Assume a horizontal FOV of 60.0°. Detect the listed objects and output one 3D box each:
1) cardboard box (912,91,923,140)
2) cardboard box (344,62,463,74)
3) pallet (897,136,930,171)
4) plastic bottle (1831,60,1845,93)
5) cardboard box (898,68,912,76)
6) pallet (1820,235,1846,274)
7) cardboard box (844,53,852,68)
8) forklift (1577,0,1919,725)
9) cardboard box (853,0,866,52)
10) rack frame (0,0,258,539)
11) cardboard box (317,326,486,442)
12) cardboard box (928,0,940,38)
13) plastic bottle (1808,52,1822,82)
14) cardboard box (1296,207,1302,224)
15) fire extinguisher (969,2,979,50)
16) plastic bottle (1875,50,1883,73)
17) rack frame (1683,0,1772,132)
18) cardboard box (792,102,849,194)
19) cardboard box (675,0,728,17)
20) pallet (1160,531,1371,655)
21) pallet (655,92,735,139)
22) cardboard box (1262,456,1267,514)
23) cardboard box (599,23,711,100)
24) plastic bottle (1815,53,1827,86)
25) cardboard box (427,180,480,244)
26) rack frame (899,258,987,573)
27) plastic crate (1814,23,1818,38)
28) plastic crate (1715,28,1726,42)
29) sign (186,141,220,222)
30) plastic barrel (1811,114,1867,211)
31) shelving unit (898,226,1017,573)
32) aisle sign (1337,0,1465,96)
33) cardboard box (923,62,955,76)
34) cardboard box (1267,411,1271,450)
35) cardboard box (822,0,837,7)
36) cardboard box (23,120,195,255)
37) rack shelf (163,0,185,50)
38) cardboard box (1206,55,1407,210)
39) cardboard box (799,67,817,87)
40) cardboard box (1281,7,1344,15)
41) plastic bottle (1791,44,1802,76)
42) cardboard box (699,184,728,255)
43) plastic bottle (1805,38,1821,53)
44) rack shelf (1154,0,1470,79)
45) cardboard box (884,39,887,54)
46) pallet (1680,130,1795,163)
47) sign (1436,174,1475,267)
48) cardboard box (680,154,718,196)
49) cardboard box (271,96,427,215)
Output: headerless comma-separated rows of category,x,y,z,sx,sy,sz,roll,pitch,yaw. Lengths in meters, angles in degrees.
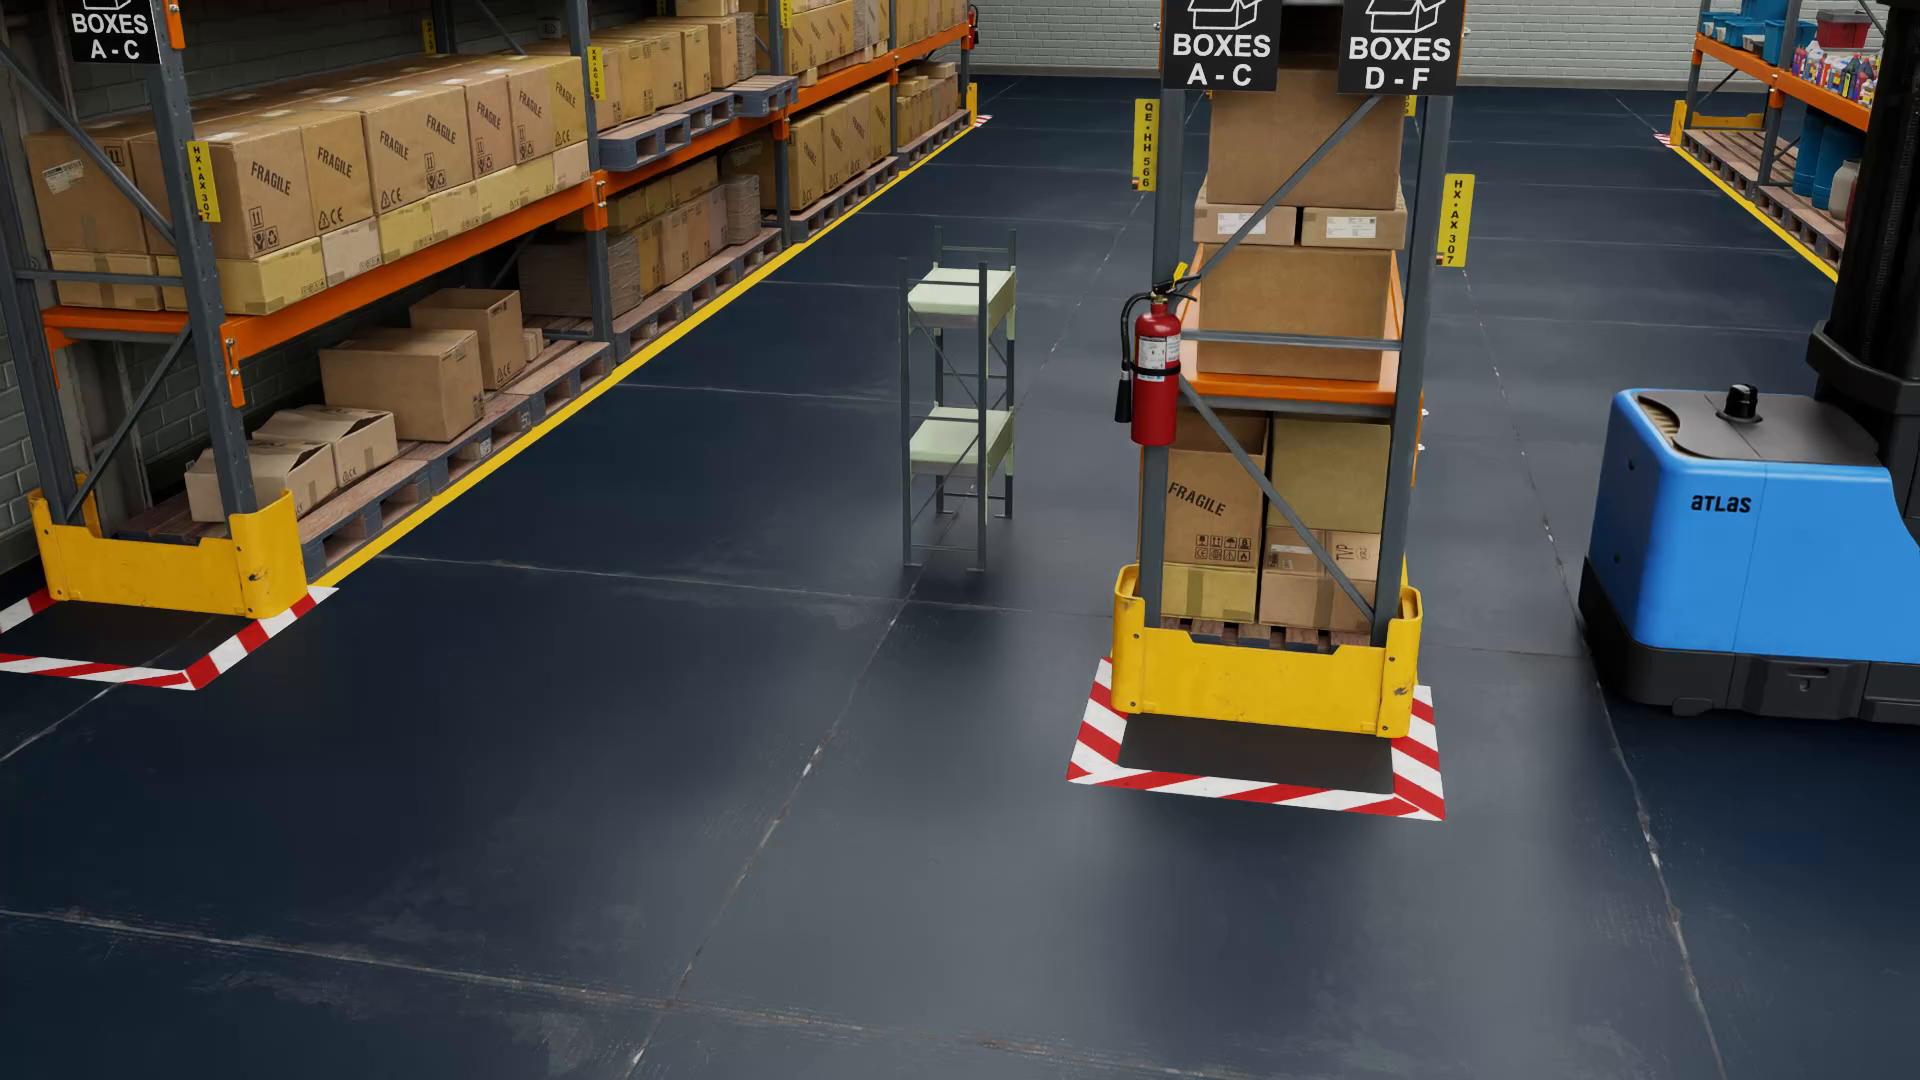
cardboard box,-0.835,-4.985,19.499,0.700,0.500,0.500,4,22,10
cardboard box,-3.236,-2.517,9.758,0.500,0.500,0.500,4,22,11
pallet,-0.962,-4.479,19.192,1.003,0.211,1.213,4,22,11
plastic bottle,7.750,-4.081,14.644,0.097,0.271,0.097,0,22,0
cardboard box,-0.798,-5.727,20.473,0.380,0.149,0.250,5,22,12
pallet,7.808,-2.280,13.732,1.003,0.211,1.213,4,22,11
cardboard box,-1.288,-4.786,16.532,0.380,0.149,0.250,4,22,9
forklift,4.197,-0.761,6.320,3.031,2.935,1.130,3,22,8
cardboard box,-1.247,-5.135,16.530,0.500,0.500,0.500,4,22,11
rack frame,-3.643,-1.111,7.098,1.000,3.000,0.127,4,22,11
cardboard box,-3.099,-0.875,9.269,0.700,0.500,0.500,3,22,8
cardboard box,-0.774,-6.370,19.753,0.980,0.700,0.700,3,22,8
plastic bottle,7.912,-4.371,15.363,0.097,0.271,0.097,0,22,0
cardboard box,1.418,-1.144,7.044,0.700,0.500,0.500,5,22,12
fire extinguisher,0.105,-6.774,21.761,0.296,0.674,0.183,4,22,11
plastic bottle,8.496,-4.372,15.260,0.144,0.351,0.185,4,22,11
rack frame,9.321,-6.208,19.752,1.000,3.000,0.127,4,22,11
cardboard box,-1.547,-3.814,16.123,0.750,0.750,0.750,4,22,11
cardboard box,-2.103,-4.341,13.527,0.380,0.149,0.250,1,22,2
pallet,1.322,0.275,7.387,1.003,0.211,1.213,4,22,11
pallet,-2.374,-3.221,12.593,1.003,0.211,1.213,4,22,11
cardboard box,1.218,-0.240,8.053,0.500,0.250,0.500,4,22,11
cardboard box,-2.329,-3.658,12.698,0.700,0.500,0.500,4,22,11
plastic bottle,7.831,-4.264,15.083,0.061,0.283,0.133,4,22,11
cardboard box,-2.925,-1.767,8.900,0.500,0.250,0.500,5,22,11
rack frame,-0.076,-0.559,7.735,0.400,1.500,0.023,4,22,11
plastic crate,8.996,-5.262,17.483,0.437,0.282,0.530,4,22,11
plastic crate,8.663,-5.689,18.737,0.250,0.136,0.298,4,22,11
sign,-3.112,-1.472,6.834,0.100,0.325,0.005,4,22,11
plastic barrel,8.232,-3.510,15.300,0.600,0.901,0.708,4,22,11
shelving unit,-0.001,-0.693,8.067,0.431,1.500,0.755,4,22,11
aisle sign,1.494,-1.894,5.561,0.394,0.787,0.004,4,22,11
cardboard box,-0.271,-5.975,21.089,0.380,0.149,0.250,4,22,10
cardboard box,1.319,-0.771,8.367,0.500,0.500,0.500,4,22,11
cardboard box,-1.458,-5.105,15.451,0.500,0.250,0.500,5,22,11
cardboard box,-3.755,-1.588,7.451,0.500,0.500,0.500,4,22,10
rack shelf,-3.235,-2.901,8.488,1.077,0.370,4.000,4,22,11
cardboard box,1.326,-1.572,6.372,0.700,0.500,0.500,5,22,11
cardboard box,-1.519,-4.215,15.114,0.380,0.149,0.250,5,23,13
cardboard box,1.837,-2.499,8.672,0.700,0.500,0.500,4,22,11
plastic bottle,8.012,-4.589,15.889,0.061,0.283,0.133,4,22,11
cardboard box,-2.325,-2.635,13.638,0.700,0.500,0.500,4,22,11
plastic bottle,8.107,-4.603,15.834,0.144,0.351,0.185,4,22,11
rack shelf,1.616,-2.524,7.554,1.077,0.370,4.000,4,22,11
cardboard box,-0.986,-5.248,17.678,0.380,0.149,0.250,5,22,11
pallet,9.114,-4.616,19.532,1.003,0.211,1.213,4,22,11
sign,1.750,-1.129,5.877,0.100,0.325,0.005,4,22,11
cardboard box,-2.284,-2.959,13.438,0.500,0.250,0.500,5,22,12
cardboard box,-3.029,-1.919,8.274,0.500,0.500,0.500,4,22,9
